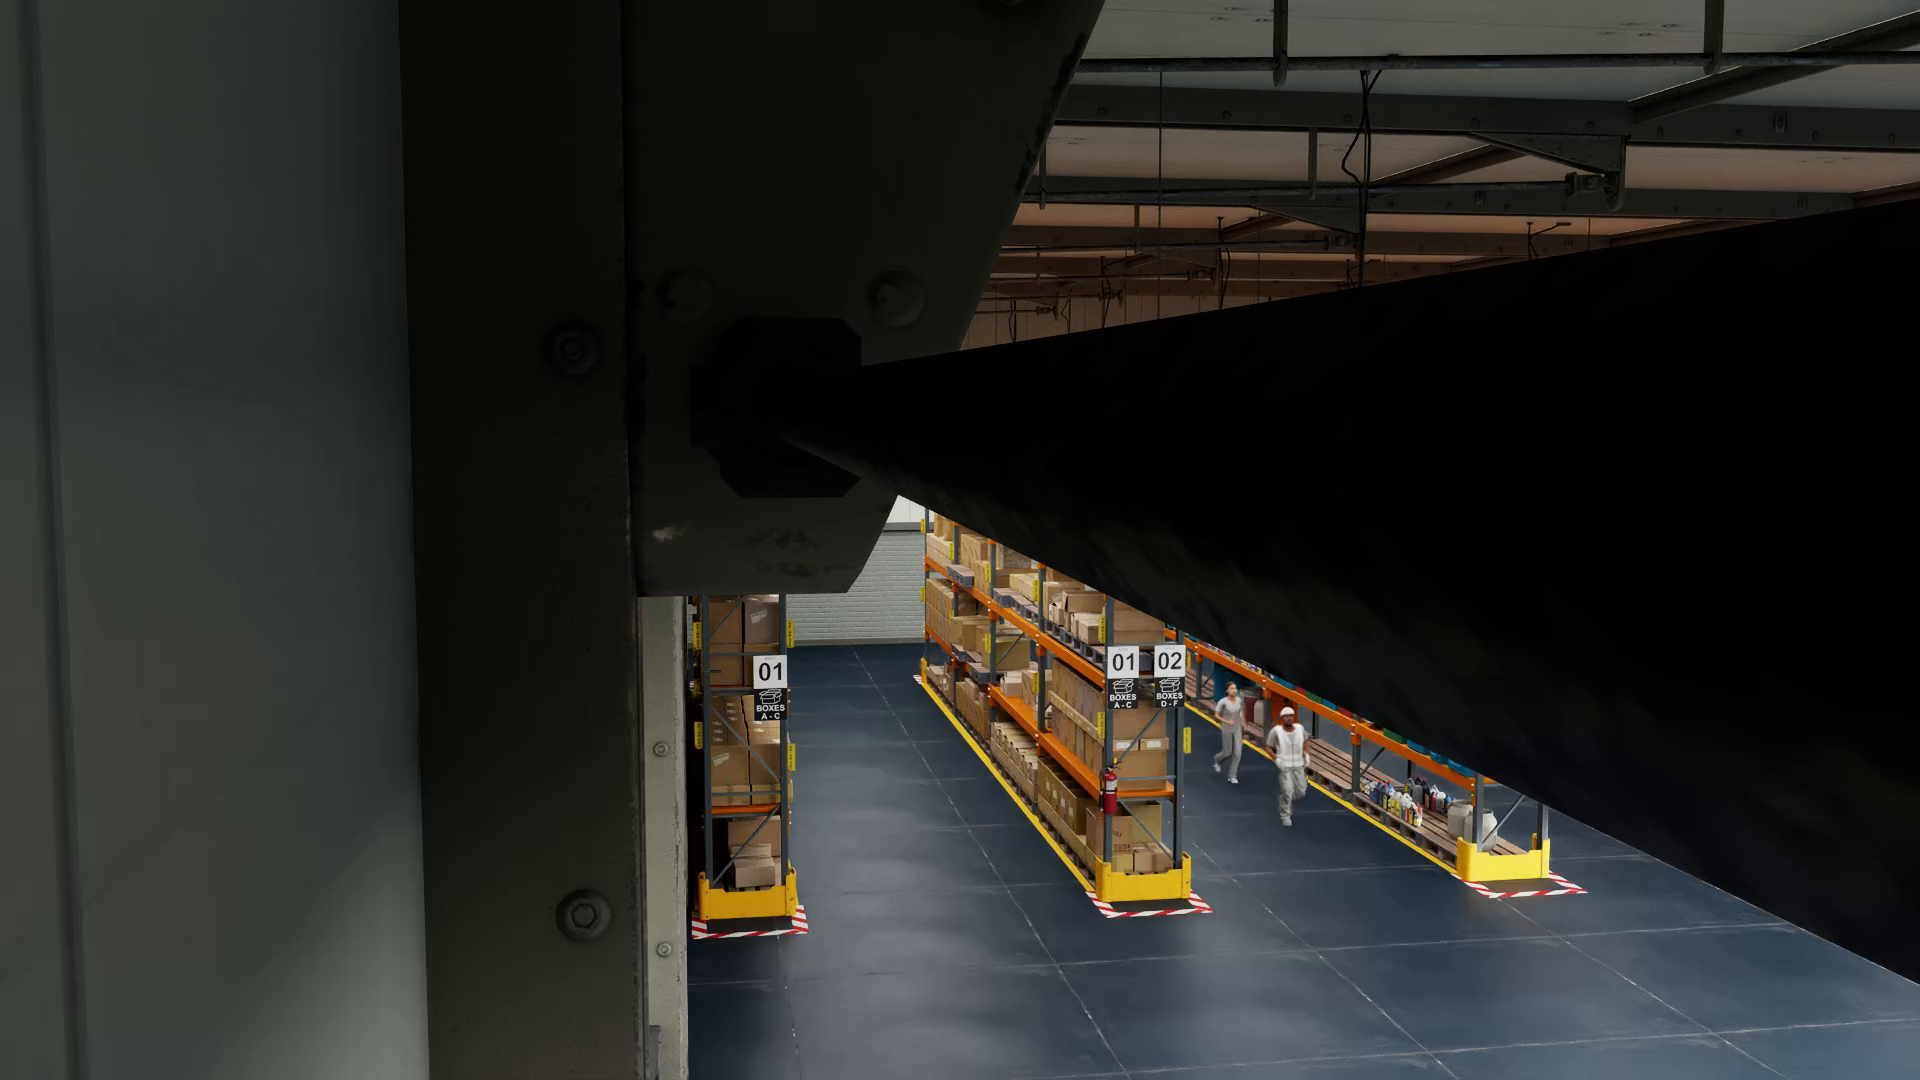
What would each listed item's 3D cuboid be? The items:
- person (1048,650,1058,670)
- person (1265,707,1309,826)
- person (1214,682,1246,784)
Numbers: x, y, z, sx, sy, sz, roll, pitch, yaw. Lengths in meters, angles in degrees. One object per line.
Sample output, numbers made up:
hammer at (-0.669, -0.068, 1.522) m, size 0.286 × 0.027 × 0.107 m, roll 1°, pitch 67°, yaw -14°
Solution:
person at (2.014, 2.394, 34.975) m, size 0.602 × 1.713 × 0.885 m, roll -2°, pitch 5°, yaw -23°
person at (4.836, 3.318, 24.427) m, size 0.684 × 1.742 × 0.543 m, roll -1°, pitch 5°, yaw -10°
person at (4.411, 3.121, 27.189) m, size 0.568 × 1.634 × 0.701 m, roll -2°, pitch 5°, yaw -18°
